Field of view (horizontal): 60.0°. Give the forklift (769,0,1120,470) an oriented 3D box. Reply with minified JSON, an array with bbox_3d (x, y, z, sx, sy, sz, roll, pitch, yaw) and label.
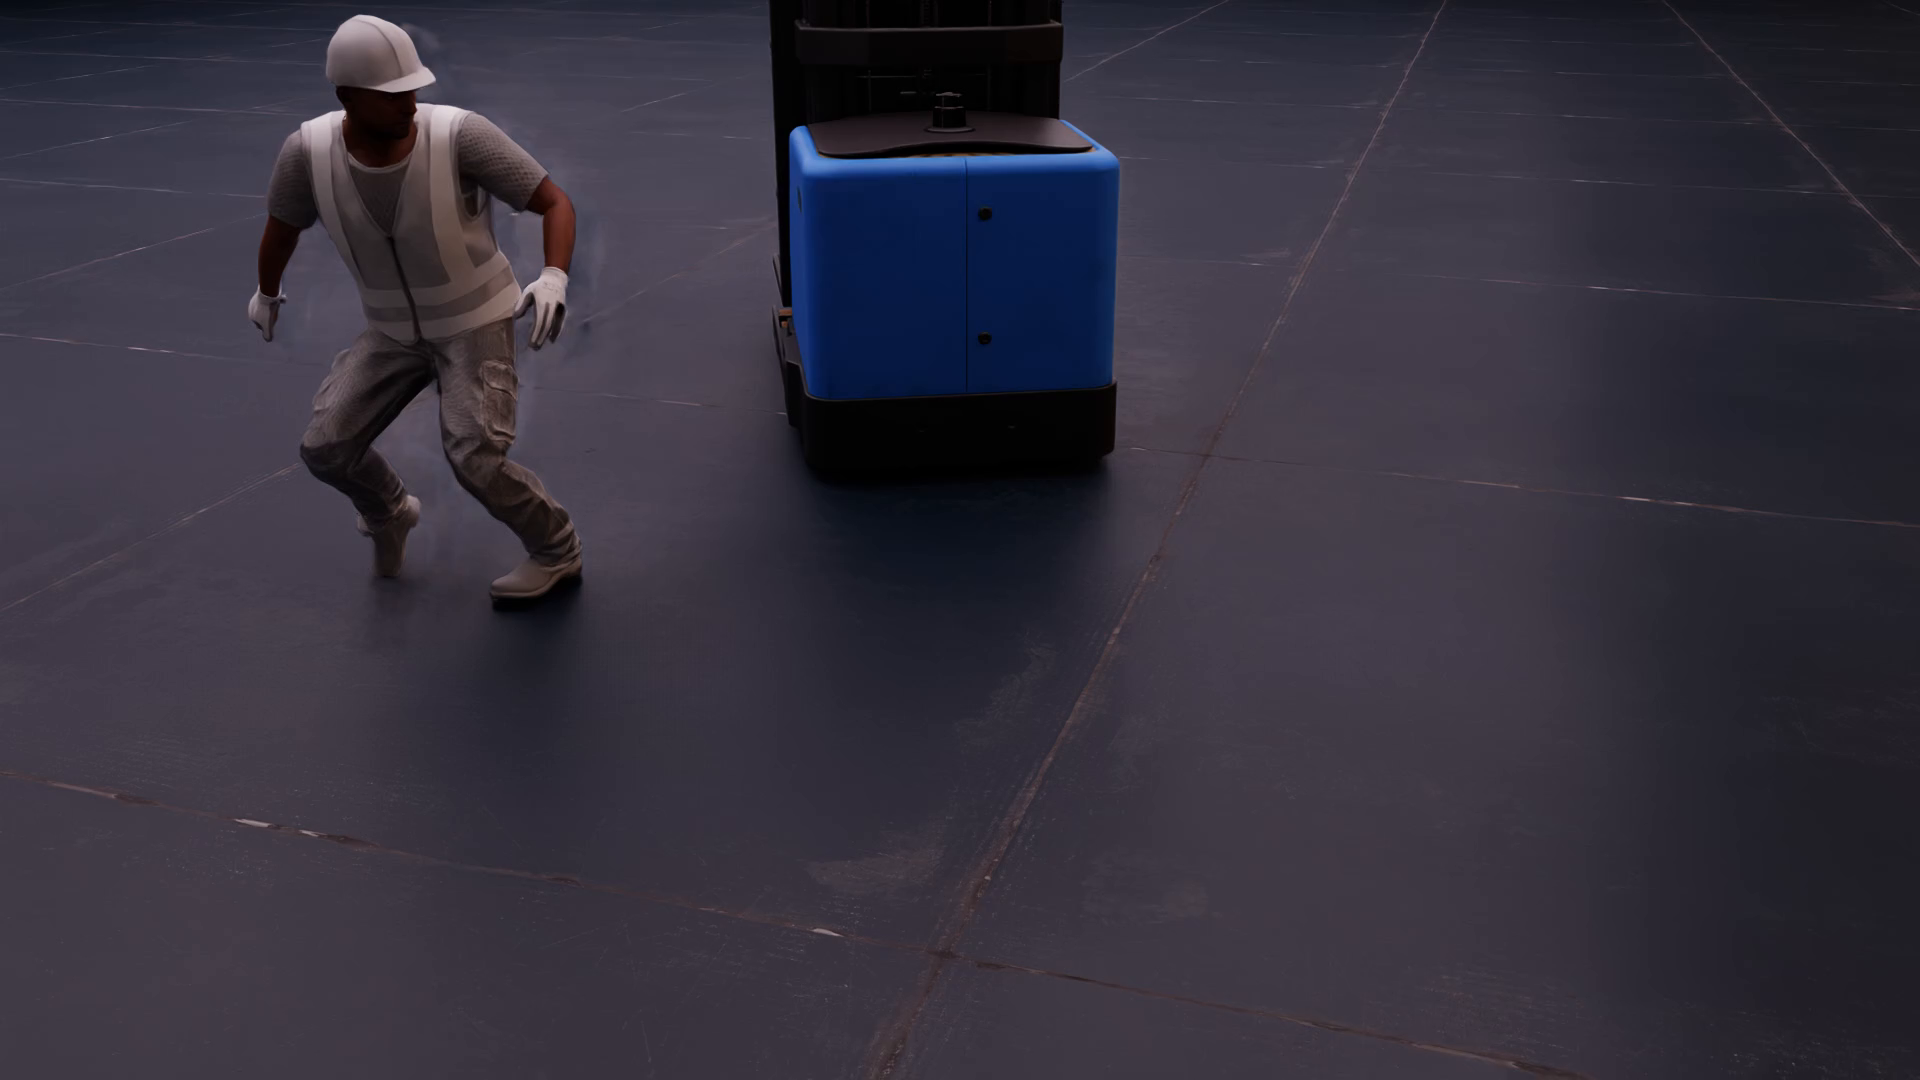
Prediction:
[{"bbox_3d":[-0.201,-2.113,6.398,1.130,2.935,3.031,-3,23,-8],"label":"forklift"}]

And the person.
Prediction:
[{"bbox_3d":[-1.490,-0.560,4.474,1.044,1.659,0.518,3,23,8],"label":"person"}]
